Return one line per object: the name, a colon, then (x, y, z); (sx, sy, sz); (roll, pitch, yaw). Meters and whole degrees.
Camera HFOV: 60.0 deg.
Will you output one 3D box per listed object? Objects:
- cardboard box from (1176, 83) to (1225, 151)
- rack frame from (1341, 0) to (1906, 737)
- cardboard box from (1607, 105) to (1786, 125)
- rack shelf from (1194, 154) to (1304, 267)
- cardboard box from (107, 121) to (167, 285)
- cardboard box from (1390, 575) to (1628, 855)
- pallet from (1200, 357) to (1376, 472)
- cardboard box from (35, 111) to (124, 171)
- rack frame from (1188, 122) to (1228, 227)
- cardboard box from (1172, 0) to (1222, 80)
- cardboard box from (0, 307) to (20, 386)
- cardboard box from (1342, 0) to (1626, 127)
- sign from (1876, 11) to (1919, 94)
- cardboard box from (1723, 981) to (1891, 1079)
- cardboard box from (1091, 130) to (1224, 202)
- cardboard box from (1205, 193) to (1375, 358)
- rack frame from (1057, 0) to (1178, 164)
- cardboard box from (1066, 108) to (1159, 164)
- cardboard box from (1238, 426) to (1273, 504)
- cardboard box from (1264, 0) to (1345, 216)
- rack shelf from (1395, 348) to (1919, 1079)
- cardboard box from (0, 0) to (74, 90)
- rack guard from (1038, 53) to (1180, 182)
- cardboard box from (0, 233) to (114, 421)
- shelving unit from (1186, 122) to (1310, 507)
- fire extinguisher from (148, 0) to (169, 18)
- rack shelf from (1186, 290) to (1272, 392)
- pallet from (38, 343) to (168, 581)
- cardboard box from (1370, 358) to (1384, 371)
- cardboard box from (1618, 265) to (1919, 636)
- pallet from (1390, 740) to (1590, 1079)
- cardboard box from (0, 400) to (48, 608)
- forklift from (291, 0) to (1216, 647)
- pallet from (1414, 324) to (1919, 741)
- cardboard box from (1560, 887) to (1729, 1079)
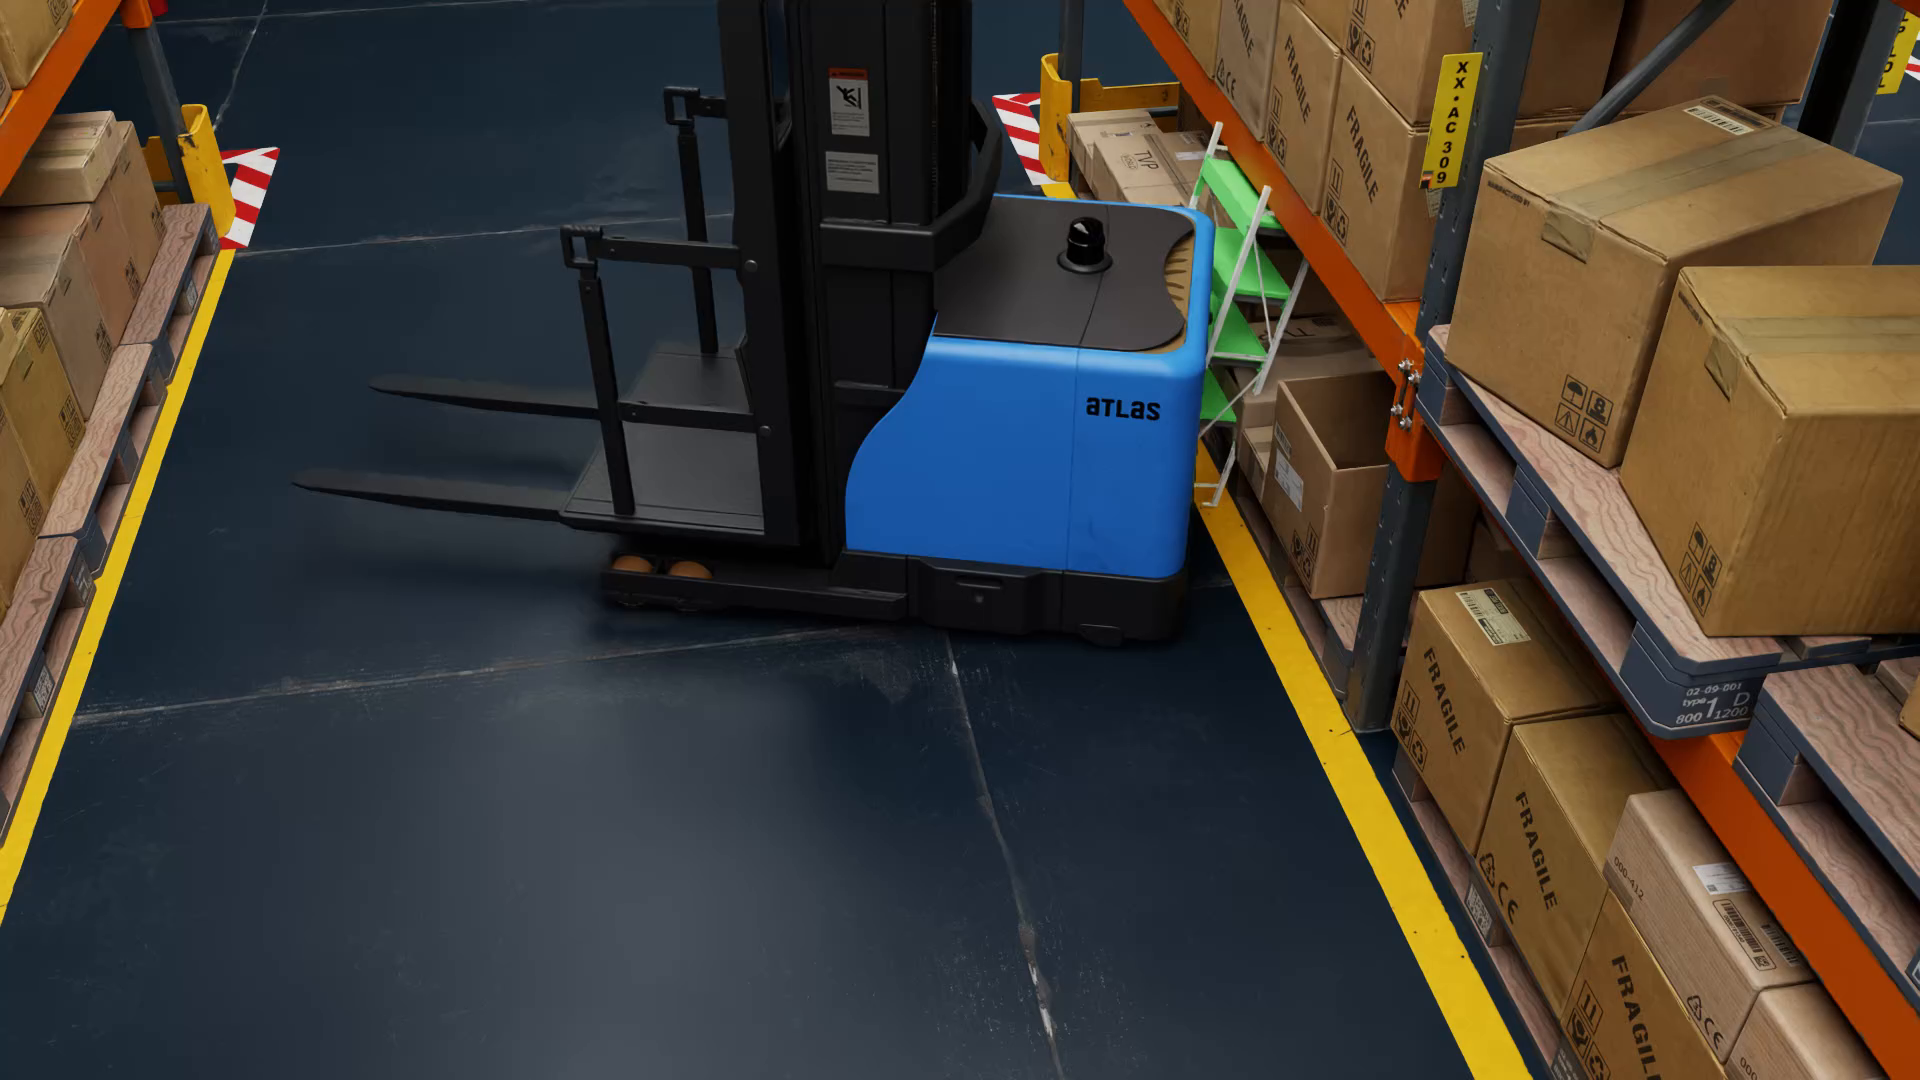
cardboard box: (1.305, -1.987, 7.541); (0.500, 0.500, 0.500); (-6, 38, -8)
rack frame: (1.669, -0.686, 4.188); (1.000, 3.000, 0.127); (-6, 38, -8)
cardboard box: (1.848, -1.063, 4.591); (0.500, 0.500, 0.500); (-5, 38, -7)
rack shelf: (0.972, -1.085, 5.467); (0.258, 0.148, 0.480); (4, 36, -16)
cardboard box: (-3.688, -1.334, 6.717); (0.700, 0.500, 0.500); (-6, 38, -8)
cardboard box: (1.514, 0.446, 4.410); (0.500, 0.500, 0.500); (-8, 39, -10)
pallet: (1.332, -0.738, 6.528); (1.003, 0.211, 1.213); (-6, 38, -8)
cardboard box: (-3.486, -1.532, 6.443); (0.380, 0.149, 0.250); (-7, 38, -8)
rack frame: (0.836, -0.901, 5.892); (0.240, 1.200, 0.015); (4, 36, -16)
cardboard box: (1.053, -1.929, 5.706); (0.500, 0.500, 0.500); (-6, 38, -7)
cardboard box: (-3.210, -0.590, 5.231); (0.380, 0.149, 0.250); (-7, 38, -9)
cardboard box: (1.325, -1.398, 4.208); (0.500, 0.500, 0.500); (-6, 38, -8)
sign: (2.215, -1.205, 3.913); (0.100, 0.325, 0.005); (-6, 38, -8)
cardboard box: (1.777, 1.056, 3.013); (0.500, 0.250, 0.500); (-7, 38, -9)
cardboard box: (0.871, -1.529, 7.156); (0.500, 0.250, 0.500); (-6, 38, -8)
cardboard box: (1.334, -1.008, 6.279); (0.797, 0.503, 0.637); (-6, 38, -8)
rack frame: (0.967, -3.102, 7.298); (1.000, 3.000, 0.127); (-6, 38, -8)
cardboard box: (0.703, -1.860, 7.665); (0.380, 0.149, 0.250); (-6, 38, -8)
cardboard box: (1.165, -0.268, 5.615); (0.380, 0.149, 0.250); (-6, 38, -8)
cardboard box: (1.237, -1.311, 4.911); (0.500, 0.500, 0.500); (-5, 38, -7)
rack shelf: (2.019, 0.806, 2.854); (1.077, 0.370, 4.000); (-6, 38, -8)
cardboard box: (-3.671, -1.940, 5.558); (0.980, 0.700, 0.700); (-7, 38, -8)
rack guard: (0.981, -2.069, 8.006); (1.175, 0.500, 0.348); (-6, 38, -8)
cardboard box: (-3.511, -0.728, 5.937); (0.700, 0.500, 0.500); (-7, 38, -9)
shelving unit: (0.880, -0.754, 5.702); (0.258, 1.200, 0.503); (4, 36, -16)
fire extinguisher: (-3.481, -2.530, 6.929); (0.296, 0.674, 0.183); (-6, 38, -8)
rack shelf: (0.866, -0.703, 5.738); (0.258, 0.148, 0.480); (4, 36, -16)
pallet: (-3.481, -0.256, 5.907); (1.003, 0.211, 1.213); (-6, 38, -8)
cardboard box: (1.647, -0.539, 5.950); (0.380, 0.166, 0.250); (-6, 38, -8)
cardboard box: (1.715, -0.173, 3.104); (0.700, 0.500, 0.500); (-1, 38, -1)
pallet: (1.849, 0.902, 4.417); (1.003, 0.211, 1.213); (-6, 38, -8)
cardboard box: (-3.323, -0.096, 5.124); (0.700, 0.500, 0.500); (-7, 38, -8)
forklift: (-0.724, -1.236, 4.952); (3.031, 2.935, 1.130); (5, 38, 7)
pallet: (1.701, -0.116, 3.611); (1.003, 0.211, 1.213); (-6, 38, -8)
cardboard box: (1.698, 1.069, 3.608); (0.500, 0.500, 0.500); (-6, 38, -7)
